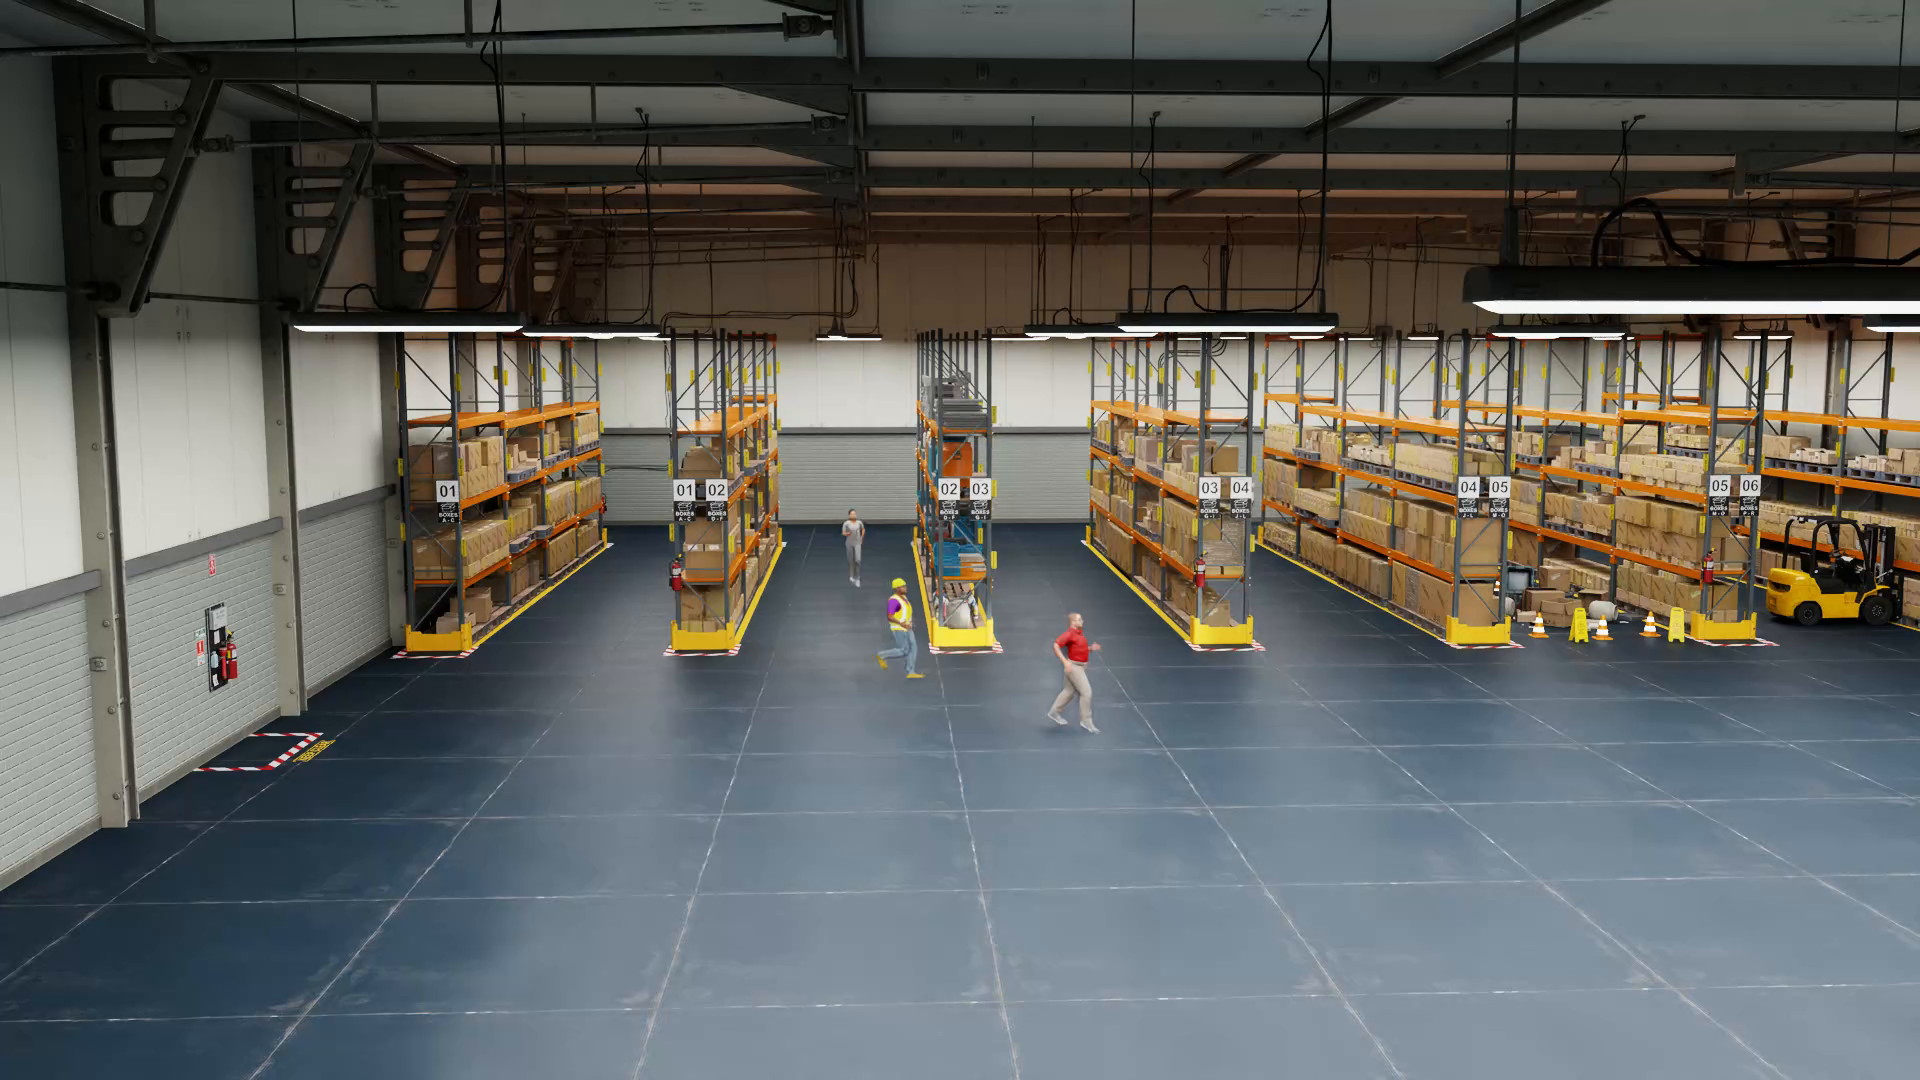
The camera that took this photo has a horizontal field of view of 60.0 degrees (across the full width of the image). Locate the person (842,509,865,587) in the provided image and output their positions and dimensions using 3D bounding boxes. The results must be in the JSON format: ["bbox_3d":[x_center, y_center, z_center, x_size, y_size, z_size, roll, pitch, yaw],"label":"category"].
[{"bbox_3d":[-2.408,0.175,37.770,0.544,1.761,0.673,-1,7,-10],"label":"person"}]

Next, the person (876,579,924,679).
[{"bbox_3d":[-1.015,1.520,28.527,0.832,1.733,0.712,2,7,19],"label":"person"}]

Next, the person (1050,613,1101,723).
[{"bbox_3d":[1.701,1.880,24.653,0.783,1.618,0.640,2,7,13],"label":"person"}]

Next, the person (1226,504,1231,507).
[{"bbox_3d":[7.404,-0.638,47.282,0.673,1.611,0.743,2,7,16],"label":"person"}]
